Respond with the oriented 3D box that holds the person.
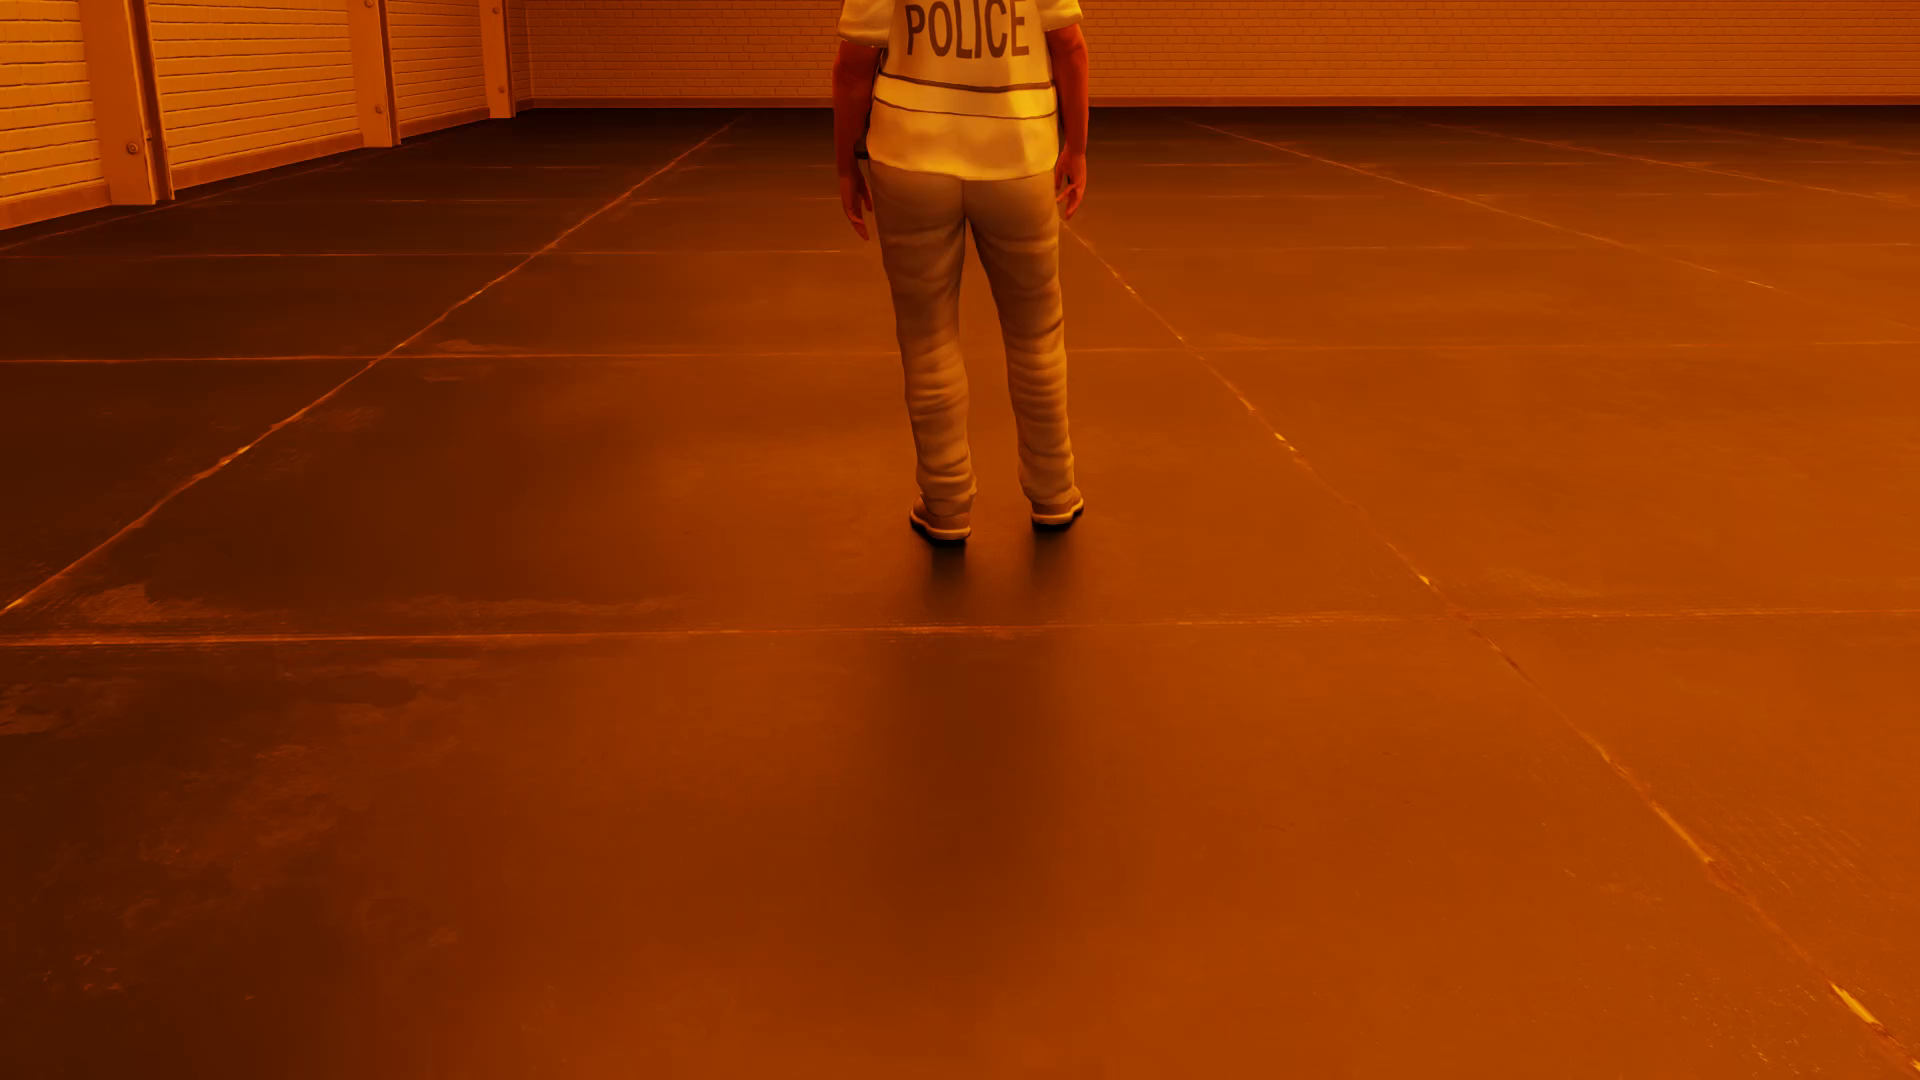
[{"bbox_3d":[0.019,-0.826,3.747,0.598,1.670,0.529,-1,17,-3],"label":"person"}]
